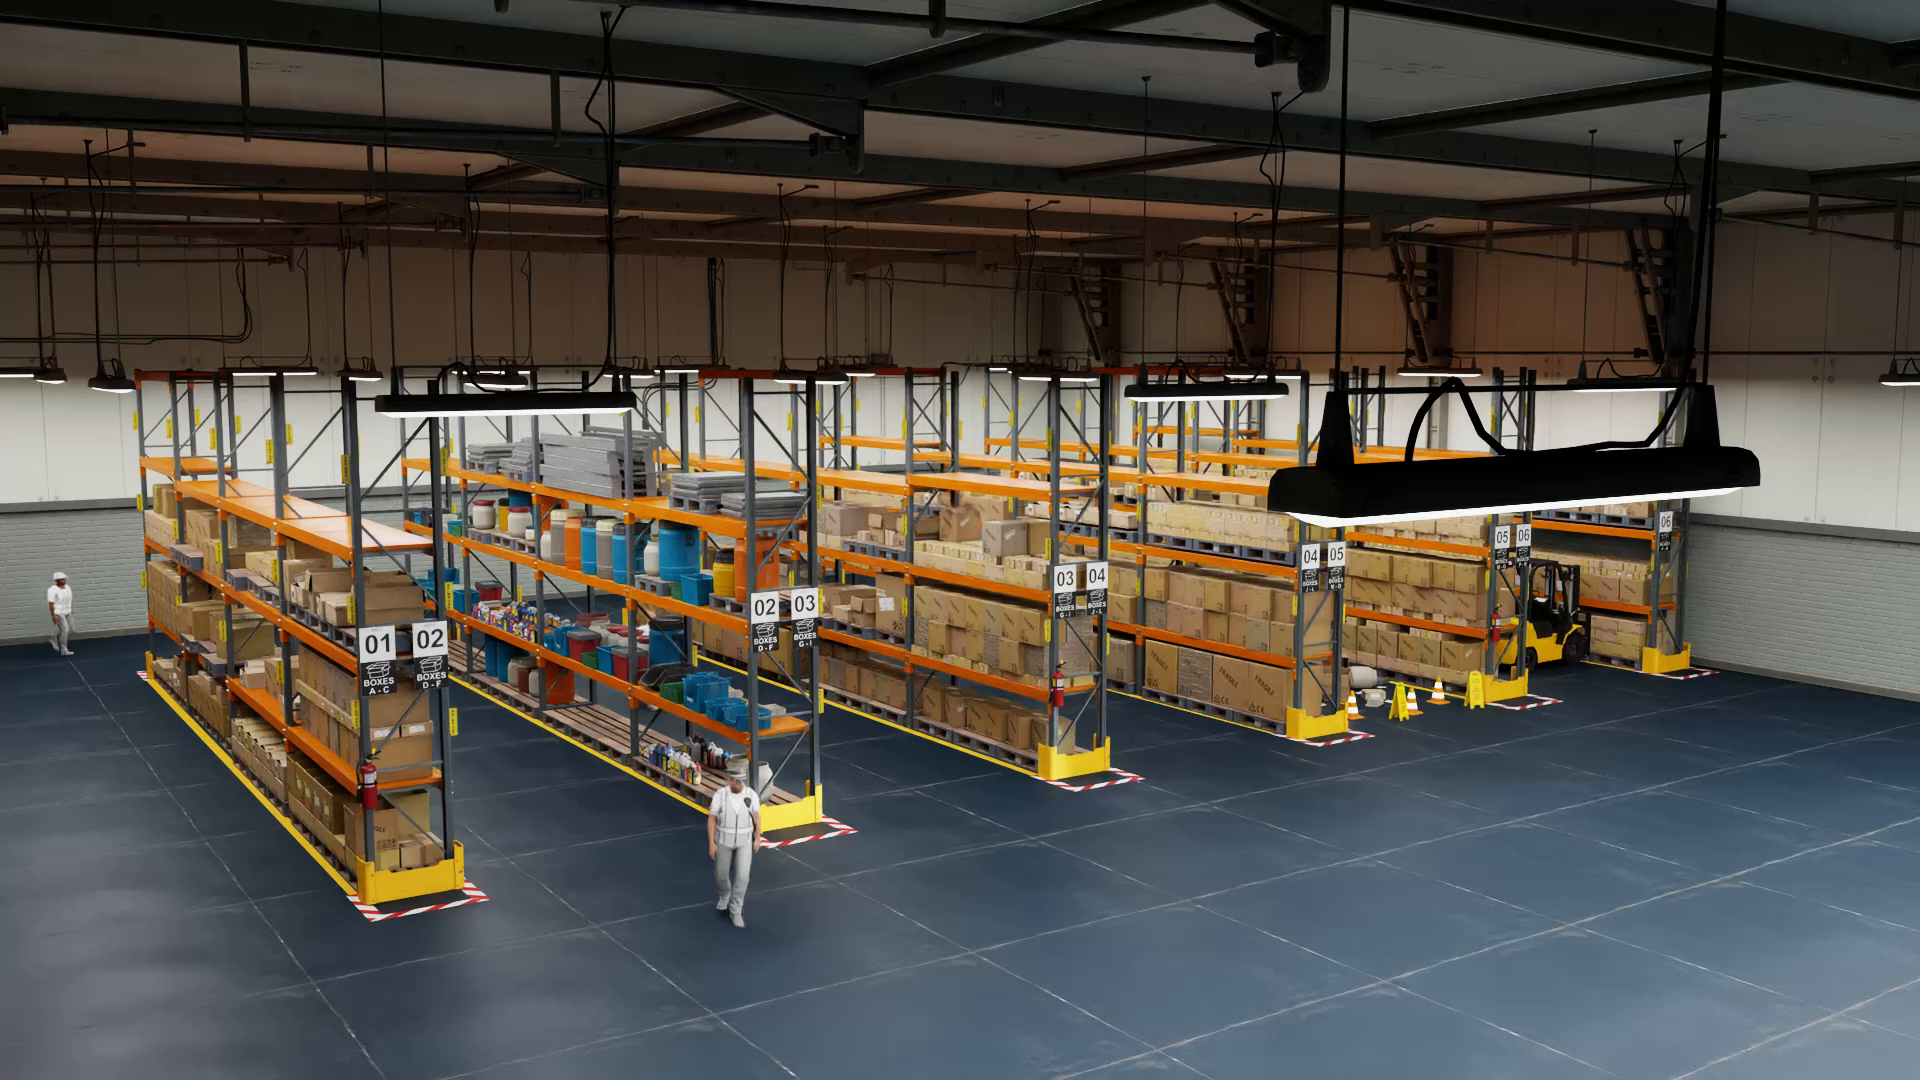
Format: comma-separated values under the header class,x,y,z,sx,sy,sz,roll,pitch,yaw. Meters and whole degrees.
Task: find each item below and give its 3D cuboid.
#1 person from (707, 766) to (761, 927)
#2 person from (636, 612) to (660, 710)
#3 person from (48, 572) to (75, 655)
class,x,y,z,sx,sy,sz,roll,pitch,yaw
person,-2.527,3.395,18.636,0.617,1.768,0.742,-2,7,-16
person,-5.552,2.128,29.635,0.733,1.748,0.747,-6,9,-42
person,-18.793,1.527,34.720,0.654,1.755,0.580,1,7,10
